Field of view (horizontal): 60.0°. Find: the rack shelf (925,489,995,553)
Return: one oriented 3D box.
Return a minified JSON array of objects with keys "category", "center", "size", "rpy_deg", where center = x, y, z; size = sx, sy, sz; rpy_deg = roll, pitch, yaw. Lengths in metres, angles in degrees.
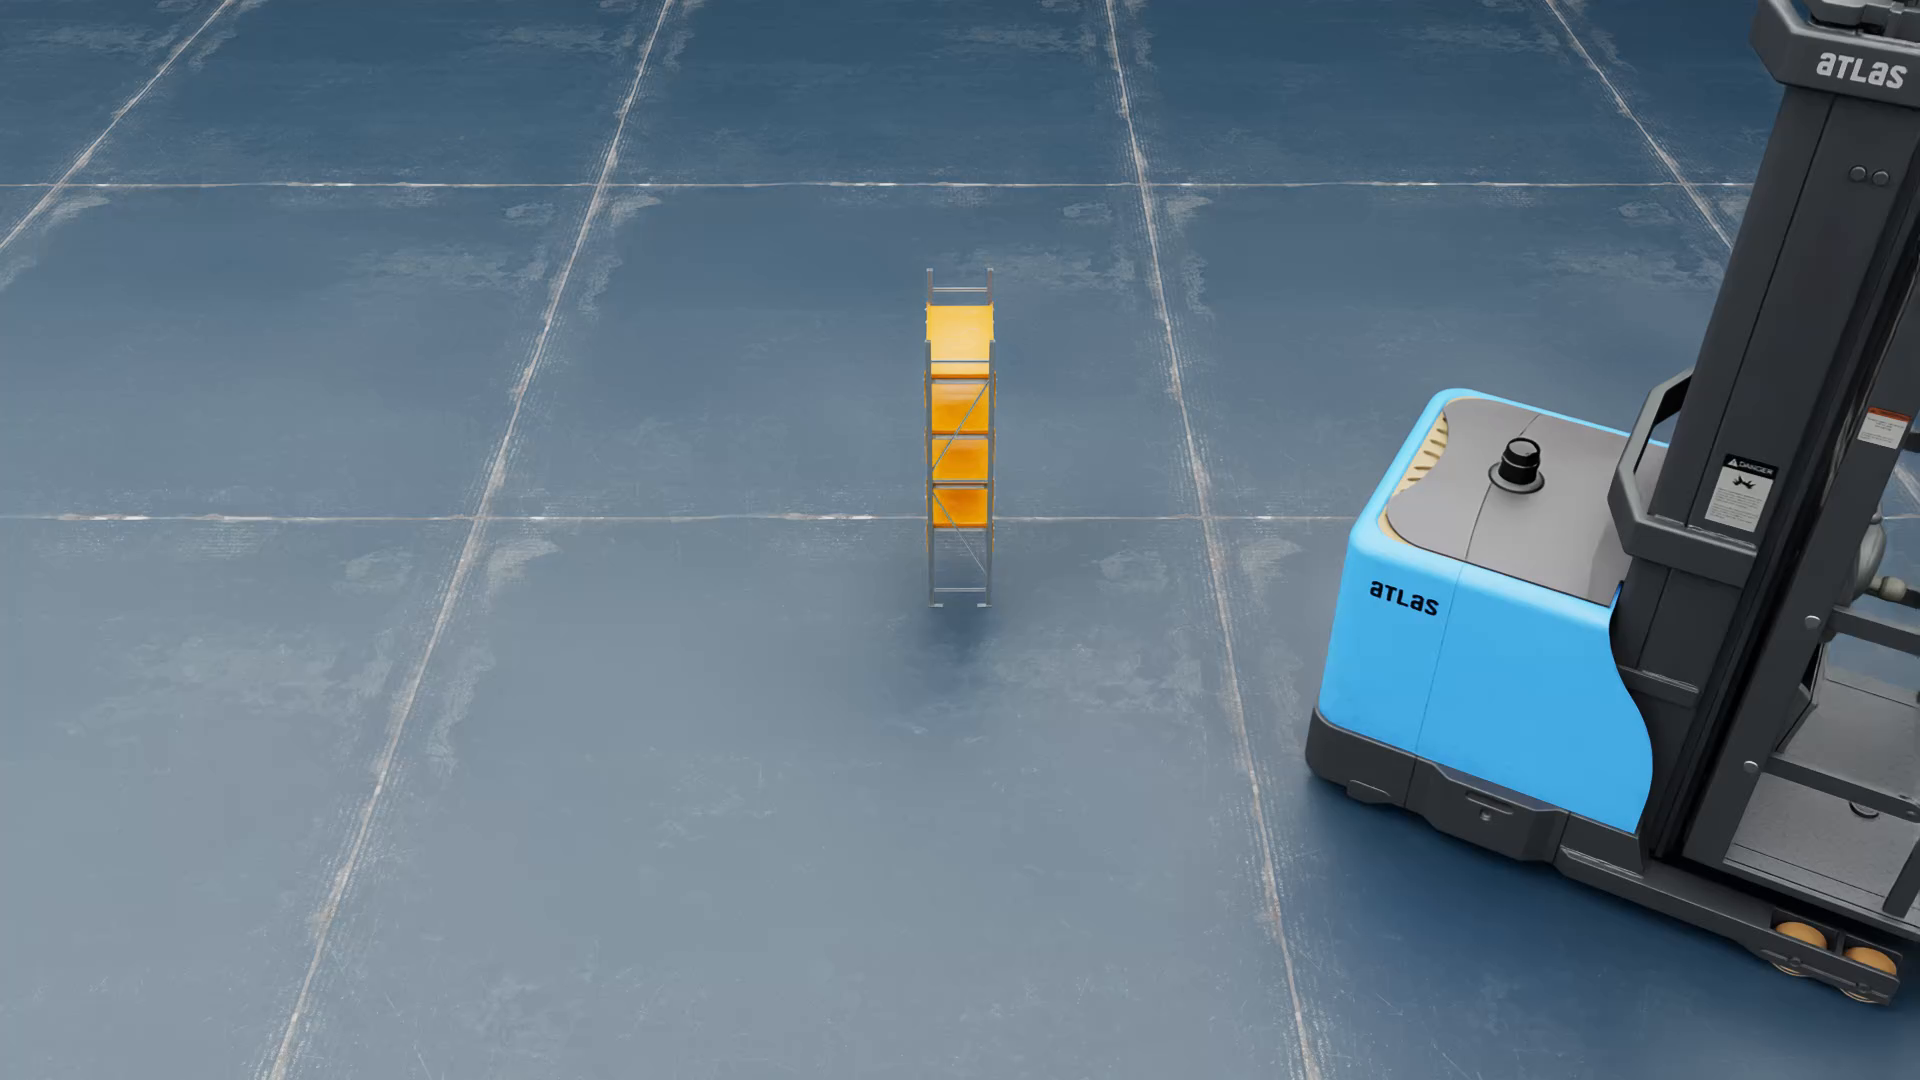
[{"category":"rack shelf","center":[0.000,-0.157,6.412],"size":[0.258,0.148,0.480],"rpy_deg":[0,39,0]}]

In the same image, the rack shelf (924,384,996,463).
[{"category":"rack shelf","center":[0.000,-0.487,6.148],"size":[0.258,0.148,0.480],"rpy_deg":[0,39,0]}]

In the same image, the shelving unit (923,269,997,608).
[{"category":"shelving unit","center":[0.000,-0.365,6.246],"size":[0.258,1.200,0.503],"rpy_deg":[0,39,0]}]

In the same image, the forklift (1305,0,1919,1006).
[{"category":"forklift","center":[2.722,-0.135,4.575],"size":[3.031,2.935,1.130],"rpy_deg":[19,43,22]}]

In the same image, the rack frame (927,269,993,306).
[{"category":"rack frame","center":[0.000,-0.517,6.436],"size":[0.240,1.200,0.015],"rpy_deg":[0,39,0]}]

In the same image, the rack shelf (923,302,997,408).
[{"category":"rack shelf","center":[0.000,-0.671,6.000],"size":[0.258,0.148,0.480],"rpy_deg":[0,39,0]}]

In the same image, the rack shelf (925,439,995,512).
[{"category":"rack shelf","center":[0.000,-0.312,6.288],"size":[0.258,0.148,0.480],"rpy_deg":[0,39,0]}]

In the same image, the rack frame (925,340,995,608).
[{"category":"rack frame","center":[0.000,-0.212,6.055],"size":[0.240,1.200,0.015],"rpy_deg":[0,39,0]}]
